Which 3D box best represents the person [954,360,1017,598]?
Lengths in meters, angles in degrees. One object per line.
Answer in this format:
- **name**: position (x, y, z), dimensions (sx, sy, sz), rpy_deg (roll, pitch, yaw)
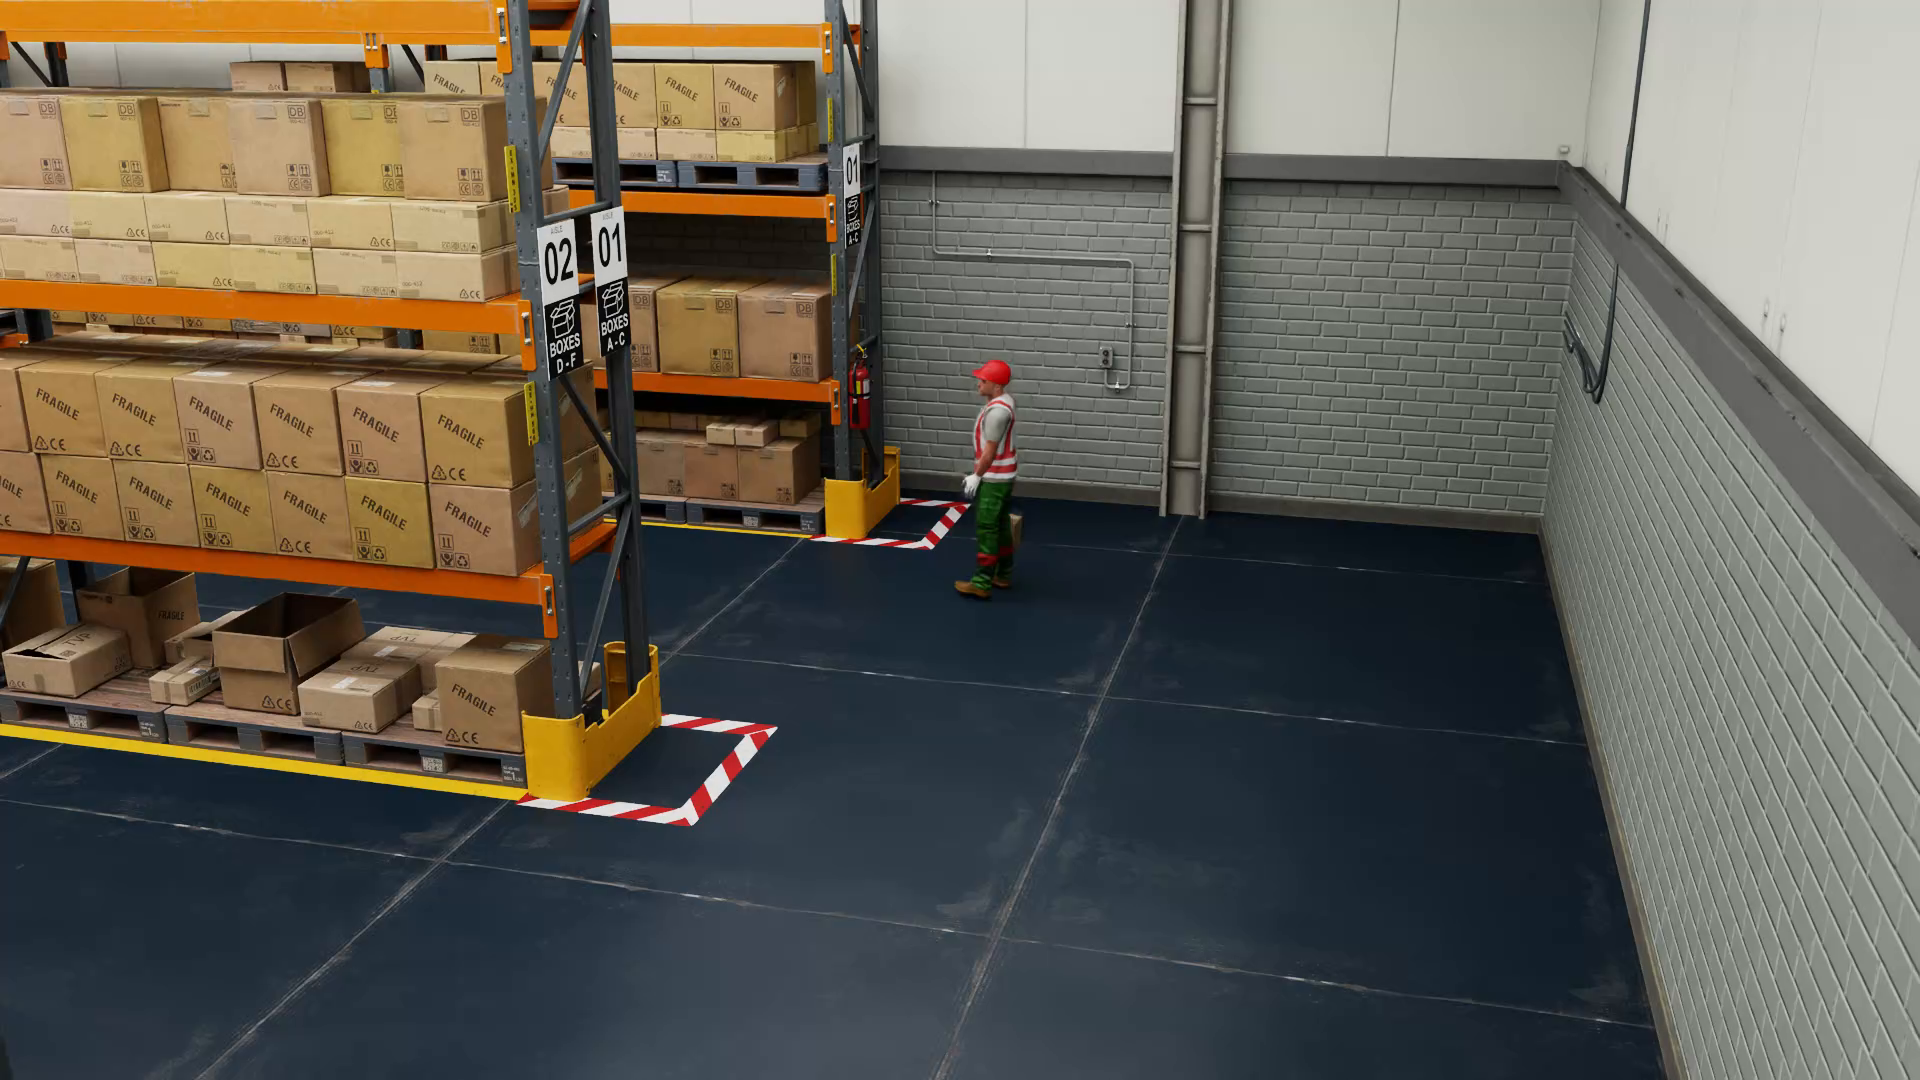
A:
- **person**: position (0.196, -0.470, 12.367), dimensions (0.475, 1.798, 0.562), rpy_deg (3, 18, 8)
